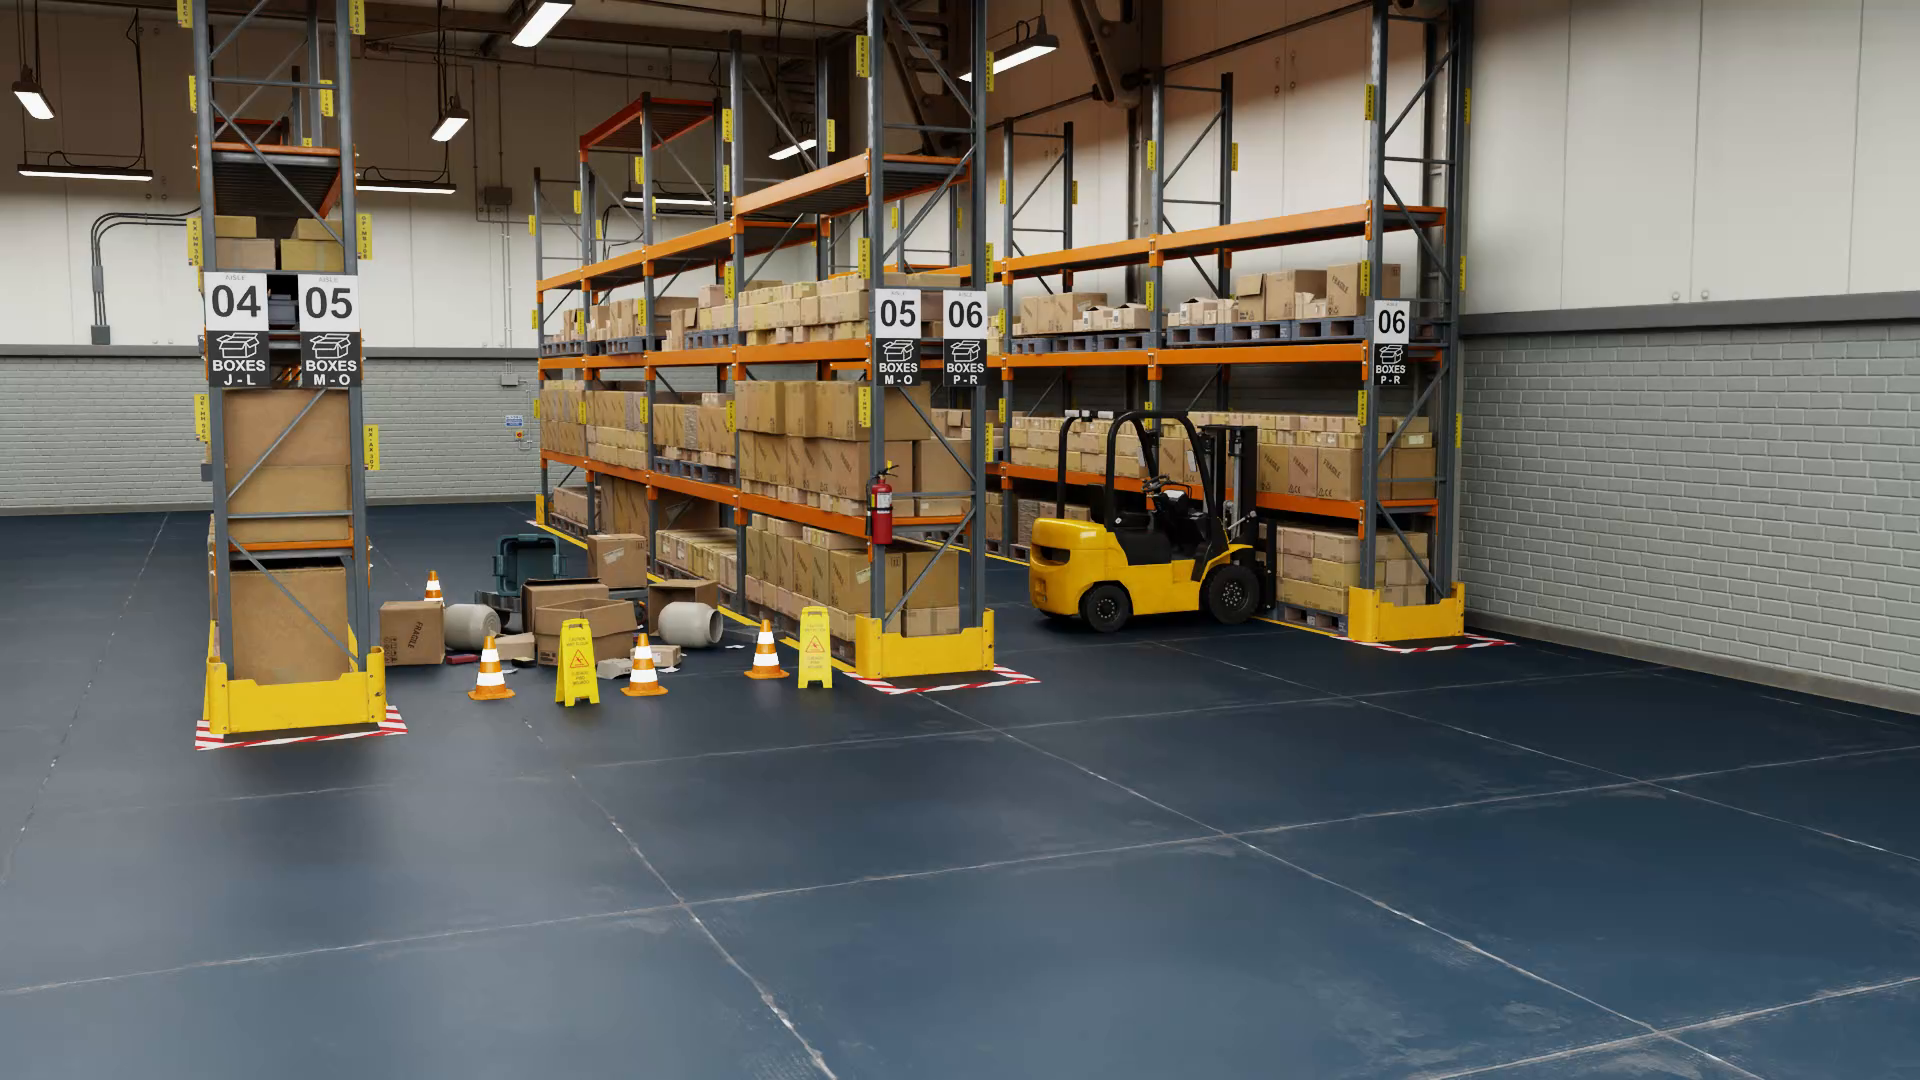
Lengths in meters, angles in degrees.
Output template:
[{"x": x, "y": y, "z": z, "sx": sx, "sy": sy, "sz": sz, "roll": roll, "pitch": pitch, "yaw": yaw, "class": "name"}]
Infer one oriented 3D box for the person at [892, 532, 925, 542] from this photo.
[{"x": -0.677, "y": -0.011, "z": 18.530, "sx": 0.535, "sy": 1.403, "sz": 0.692, "roll": -2, "pitch": 6, "yaw": -24, "class": "person"}]
